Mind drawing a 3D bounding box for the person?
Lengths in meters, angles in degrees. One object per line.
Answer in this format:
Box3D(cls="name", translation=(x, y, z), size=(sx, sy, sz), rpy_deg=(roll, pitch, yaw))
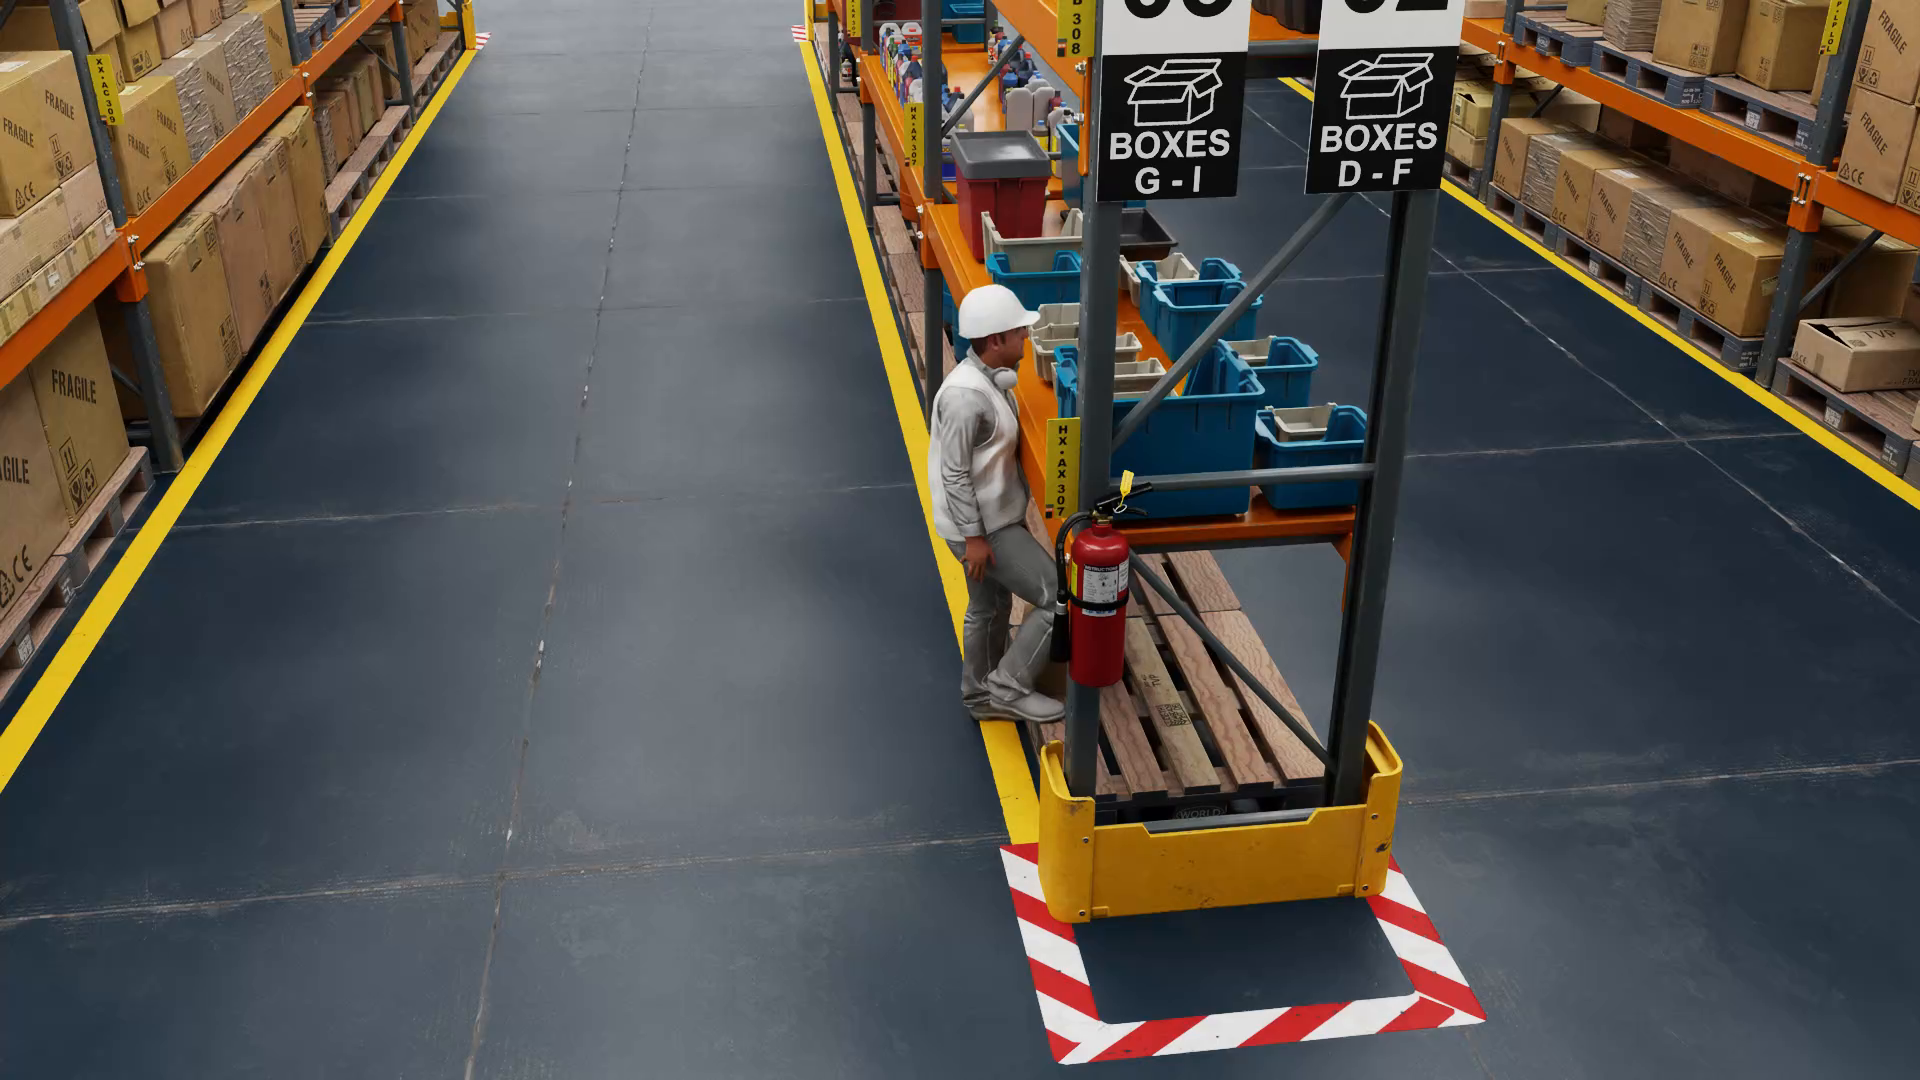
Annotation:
Box3D(cls="person", translation=(0.187, -0.075, 6.213), size=(0.611, 1.777, 0.636), rpy_deg=(4, 27, 8))
